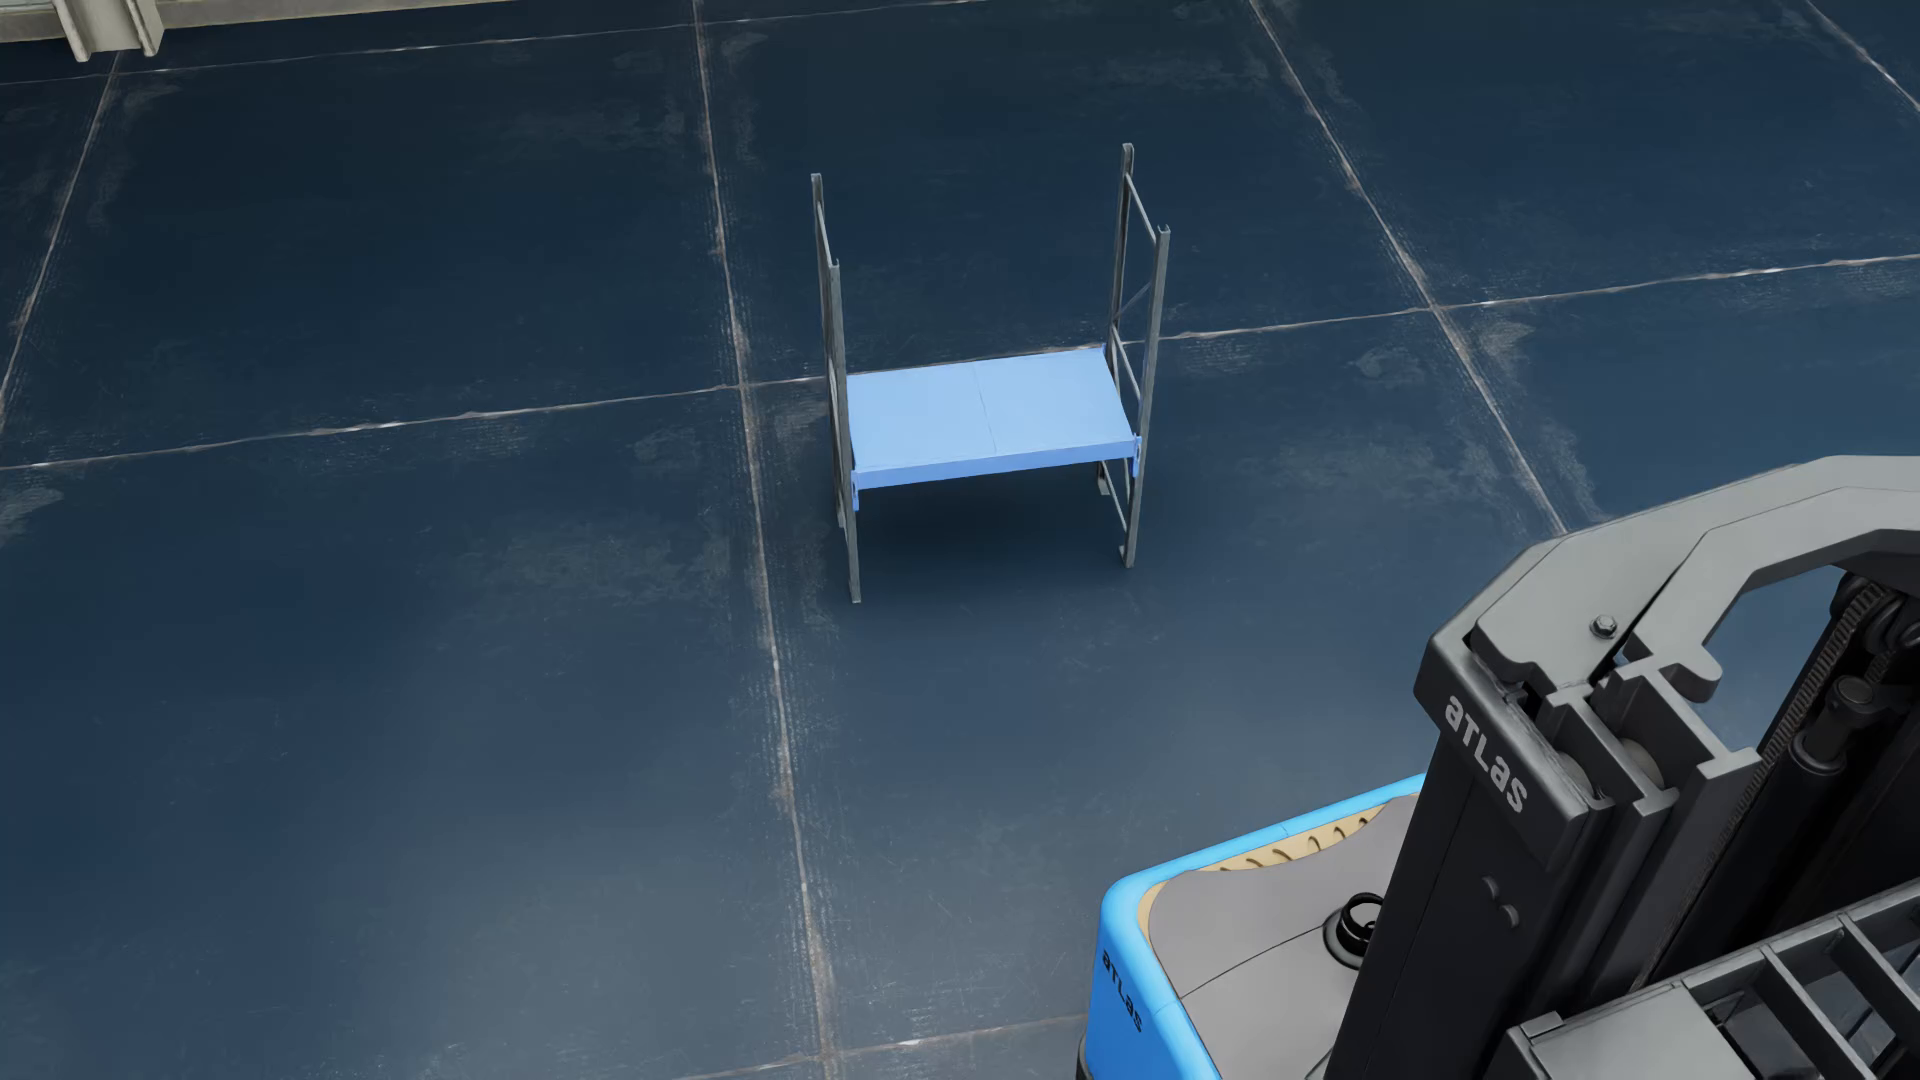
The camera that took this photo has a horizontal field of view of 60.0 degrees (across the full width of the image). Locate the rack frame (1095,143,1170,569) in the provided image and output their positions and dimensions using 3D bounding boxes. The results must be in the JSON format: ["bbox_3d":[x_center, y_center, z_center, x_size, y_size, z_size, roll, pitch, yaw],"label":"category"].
[{"bbox_3d":[0.585,-0.593,5.780,0.032,1.500,0.500,-7,46,-7],"label":"rack frame"}]

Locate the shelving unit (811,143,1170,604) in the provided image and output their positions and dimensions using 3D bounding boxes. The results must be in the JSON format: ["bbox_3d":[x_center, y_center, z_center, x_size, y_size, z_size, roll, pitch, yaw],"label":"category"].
[{"bbox_3d":[0.084,-0.531,5.720,1.048,1.500,0.538,-7,46,-7],"label":"shelving unit"}]

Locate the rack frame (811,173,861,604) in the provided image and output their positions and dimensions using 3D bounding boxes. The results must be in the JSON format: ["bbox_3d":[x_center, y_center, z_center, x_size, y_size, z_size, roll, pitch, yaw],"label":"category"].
[{"bbox_3d":[-0.417,-0.468,5.660,0.032,1.500,0.500,-7,46,-7],"label":"rack frame"}]

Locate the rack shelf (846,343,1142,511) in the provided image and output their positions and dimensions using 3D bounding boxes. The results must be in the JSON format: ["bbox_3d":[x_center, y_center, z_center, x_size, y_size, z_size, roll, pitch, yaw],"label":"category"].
[{"bbox_3d":[0.084,-0.406,5.850,1.000,0.185,0.538,-7,46,-7],"label":"rack shelf"}]

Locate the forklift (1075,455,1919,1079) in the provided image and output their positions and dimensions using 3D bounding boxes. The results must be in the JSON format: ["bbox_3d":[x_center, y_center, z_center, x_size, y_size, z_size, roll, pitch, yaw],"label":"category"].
[{"bbox_3d":[1.331,1.415,2.851,1.130,2.935,3.031,-16,48,-15],"label":"forklift"}]

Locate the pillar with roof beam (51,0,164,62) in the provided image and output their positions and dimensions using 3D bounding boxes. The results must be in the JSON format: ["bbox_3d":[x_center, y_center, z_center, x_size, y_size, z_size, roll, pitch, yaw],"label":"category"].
[{"bbox_3d":[-3.690,-2.686,2.589,0.400,9.000,9.100,-7,46,-7],"label":"pillar with roof beam"}]
